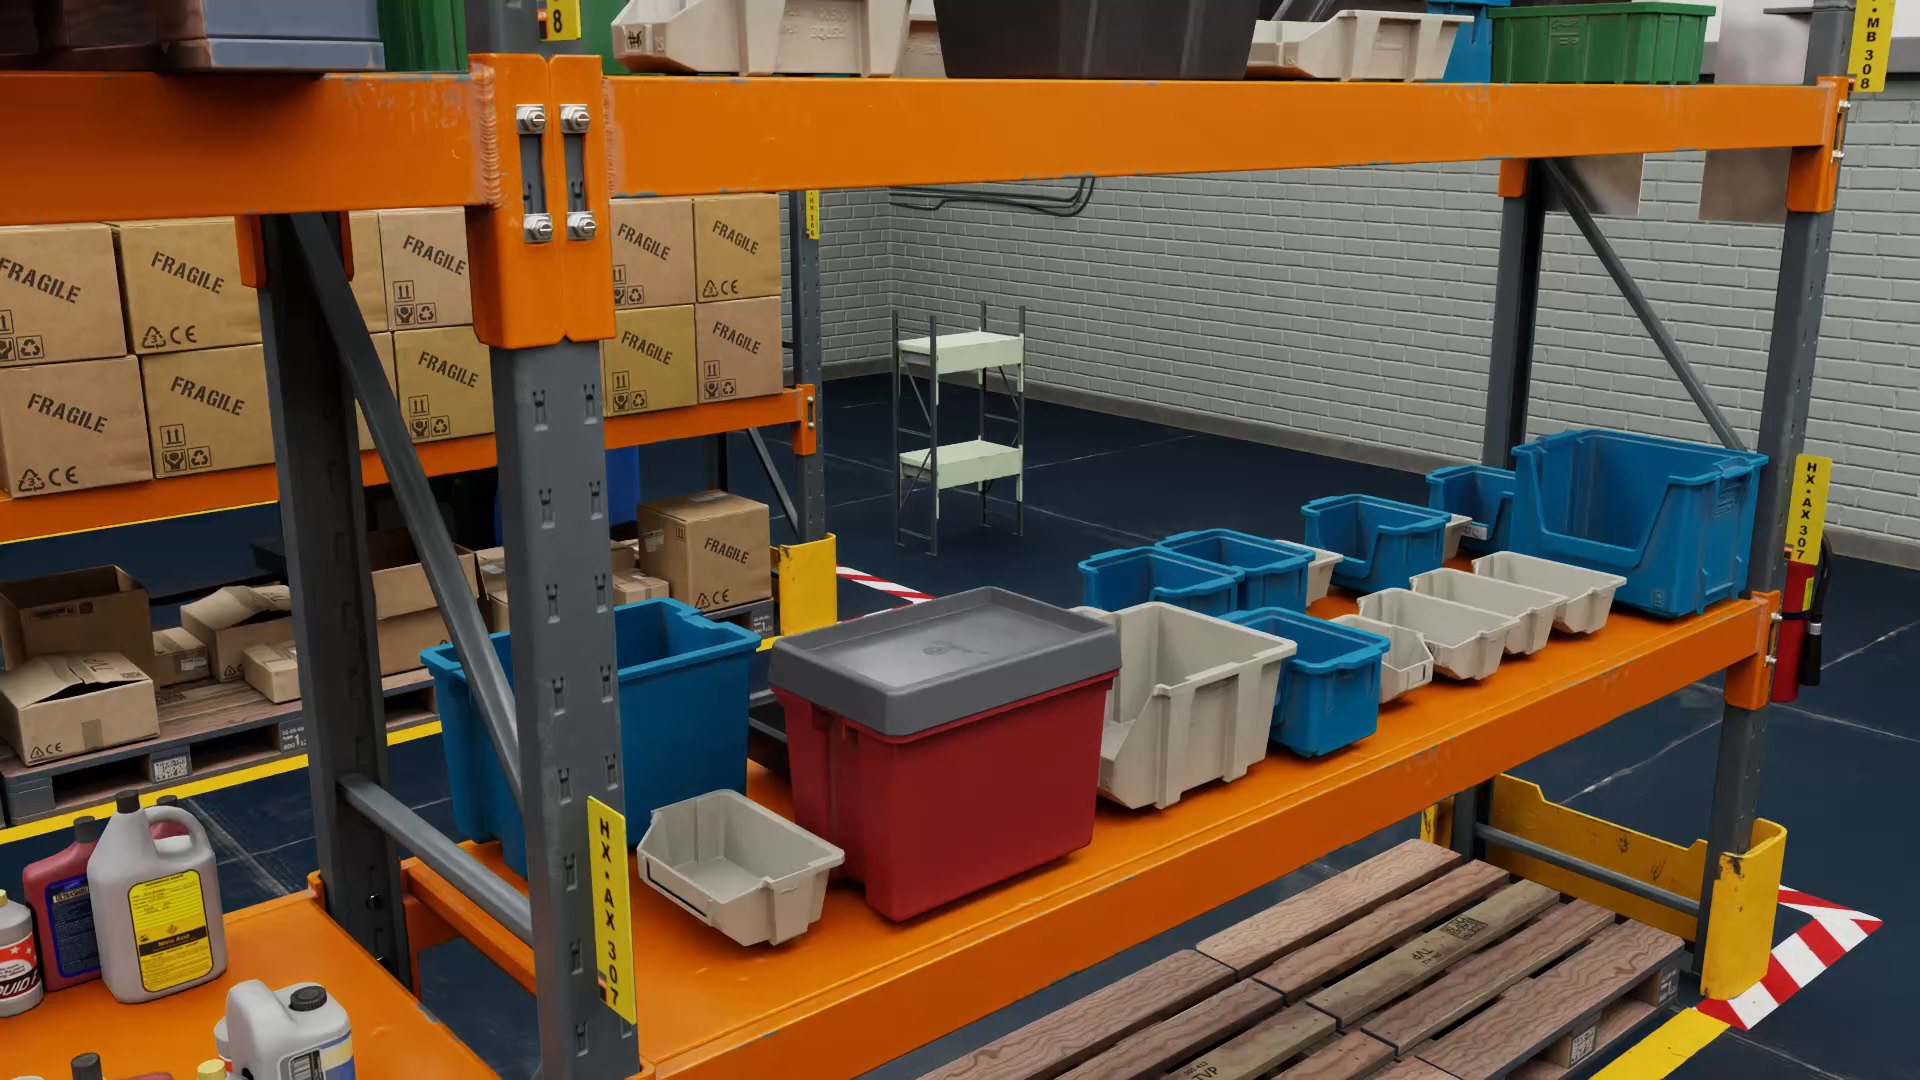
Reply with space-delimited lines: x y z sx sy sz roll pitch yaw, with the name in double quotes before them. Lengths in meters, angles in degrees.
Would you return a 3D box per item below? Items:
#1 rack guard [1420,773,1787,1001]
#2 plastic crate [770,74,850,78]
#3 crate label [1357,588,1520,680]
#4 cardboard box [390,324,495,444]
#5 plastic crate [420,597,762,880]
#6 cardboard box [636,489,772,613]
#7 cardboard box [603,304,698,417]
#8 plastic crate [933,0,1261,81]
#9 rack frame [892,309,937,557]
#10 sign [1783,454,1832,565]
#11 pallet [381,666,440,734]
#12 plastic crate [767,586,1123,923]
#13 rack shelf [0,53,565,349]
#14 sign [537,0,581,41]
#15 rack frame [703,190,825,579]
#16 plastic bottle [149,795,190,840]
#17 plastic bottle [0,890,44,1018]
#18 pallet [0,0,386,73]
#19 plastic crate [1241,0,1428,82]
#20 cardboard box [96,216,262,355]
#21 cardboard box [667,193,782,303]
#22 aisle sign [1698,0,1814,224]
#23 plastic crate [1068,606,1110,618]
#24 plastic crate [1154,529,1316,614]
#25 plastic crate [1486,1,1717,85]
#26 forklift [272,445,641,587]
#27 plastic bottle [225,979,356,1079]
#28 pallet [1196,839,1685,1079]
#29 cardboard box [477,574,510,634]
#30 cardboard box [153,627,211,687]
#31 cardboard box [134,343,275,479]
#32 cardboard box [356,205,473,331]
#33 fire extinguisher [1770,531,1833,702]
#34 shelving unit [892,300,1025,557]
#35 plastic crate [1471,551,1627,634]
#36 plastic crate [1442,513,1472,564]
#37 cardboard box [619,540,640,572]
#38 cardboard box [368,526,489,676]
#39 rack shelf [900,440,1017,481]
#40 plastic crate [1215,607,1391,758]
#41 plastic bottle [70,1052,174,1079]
"rack guard" 2.165 1.085 5.721 0.348 0.500 1.175 -13 19 -39
"plastic crate" -0.385 -1.024 3.282 0.300 0.233 0.416 -13 19 -39
"crate label" 1.237 0.253 4.383 0.243 0.136 0.396 -13 19 -39
"cardboard box" -2.402 -0.744 7.528 0.500 0.500 0.500 -13 20 -40
"plastic crate" -0.734 0.394 3.376 0.575 0.384 0.392 -13 19 -39
"cardboard box" -1.342 0.054 8.728 0.500 0.500 0.500 -13 19 -39
"cardboard box" -1.642 -0.912 8.159 0.500 0.500 0.500 -12 19 -39
"plastic crate" 0.255 -0.982 3.055 0.590 0.269 0.497 -13 19 -39
"rack frame" -0.281 -0.661 10.320 0.023 1.500 0.400 -13 19 -39
"sign" 2.529 -0.091 4.962 0.005 0.325 0.100 -13 19 -39
"pallet" -2.671 0.620 8.022 1.213 0.211 1.003 -13 19 -39
"plastic crate" -0.024 0.399 3.204 0.583 0.464 0.402 -13 19 -39
"rack shelf" -2.371 -0.202 1.274 4.000 0.370 1.077 -13 19 -39
"sign" -0.503 -0.785 2.047 0.005 0.325 0.100 -13 19 -39
"rack frame" -1.093 -1.082 8.986 0.127 3.000 1.000 -13 19 -39
"plastic bottle" -1.419 0.596 2.930 0.133 0.283 0.061 -13 19 -39
"plastic bottle" -1.595 0.682 2.770 0.097 0.201 0.097 0 15 0
"pallet" -1.389 -0.645 1.906 1.003 0.211 1.213 -13 19 -39
"plastic crate" 0.822 -1.330 4.226 0.767 0.338 0.504 -13 19 -39
"cardboard box" -3.182 -1.048 6.729 0.500 0.500 0.500 -13 20 -41
"cardboard box" -1.249 -1.484 8.362 0.500 0.500 0.500 -13 20 -40
"aisle sign" 2.402 -1.328 4.870 0.004 0.787 0.394 -13 19 -39
"plastic crate" 0.254 0.306 4.187 0.466 0.136 0.293 -13 19 -39
"plastic crate" 0.760 0.136 4.636 0.300 0.233 0.416 -13 19 -39
"plastic crate" 1.599 -1.241 4.180 0.336 0.188 0.450 -13 19 -39
"forklift" -3.280 -1.058 9.029 1.130 2.935 3.031 13 20 41
"plastic bottle" -0.947 0.751 2.367 0.135 0.276 0.152 -13 19 -39
"pallet" 1.508 1.363 5.239 1.213 0.211 1.003 -13 19 -39
"cardboard box" -2.078 0.330 8.179 0.500 0.250 0.500 -13 19 -39
"cardboard box" -3.624 0.534 7.610 0.250 0.149 0.380 -13 19 -39
"cardboard box" -3.163 -0.573 6.888 0.500 0.500 0.500 -12 19 -38
"cardboard box" -2.405 -1.222 7.383 0.500 0.500 0.500 -12 19 -38
"fire extinguisher" 2.567 0.164 5.196 0.183 0.674 0.296 -13 19 -39
"shelving unit" -0.005 -0.723 10.552 0.755 1.500 0.431 -13 19 -39
"plastic crate" 1.659 0.155 4.751 0.243 0.136 0.396 -13 19 -39
"plastic crate" 1.457 -0.002 5.340 0.298 0.136 0.250 -13 19 -39
"cardboard box" -1.823 0.121 9.122 0.250 0.166 0.380 -13 19 -39
"cardboard box" -2.697 0.270 7.910 0.637 0.503 0.797 -13 19 -39
"rack shelf" -0.005 -0.503 10.611 0.686 0.124 0.368 -13 19 -39
"plastic crate" 0.774 0.333 3.898 0.300 0.233 0.416 -13 19 -39
"plastic bottle" -1.092 0.795 2.187 0.133 0.283 0.061 -13 19 -39
